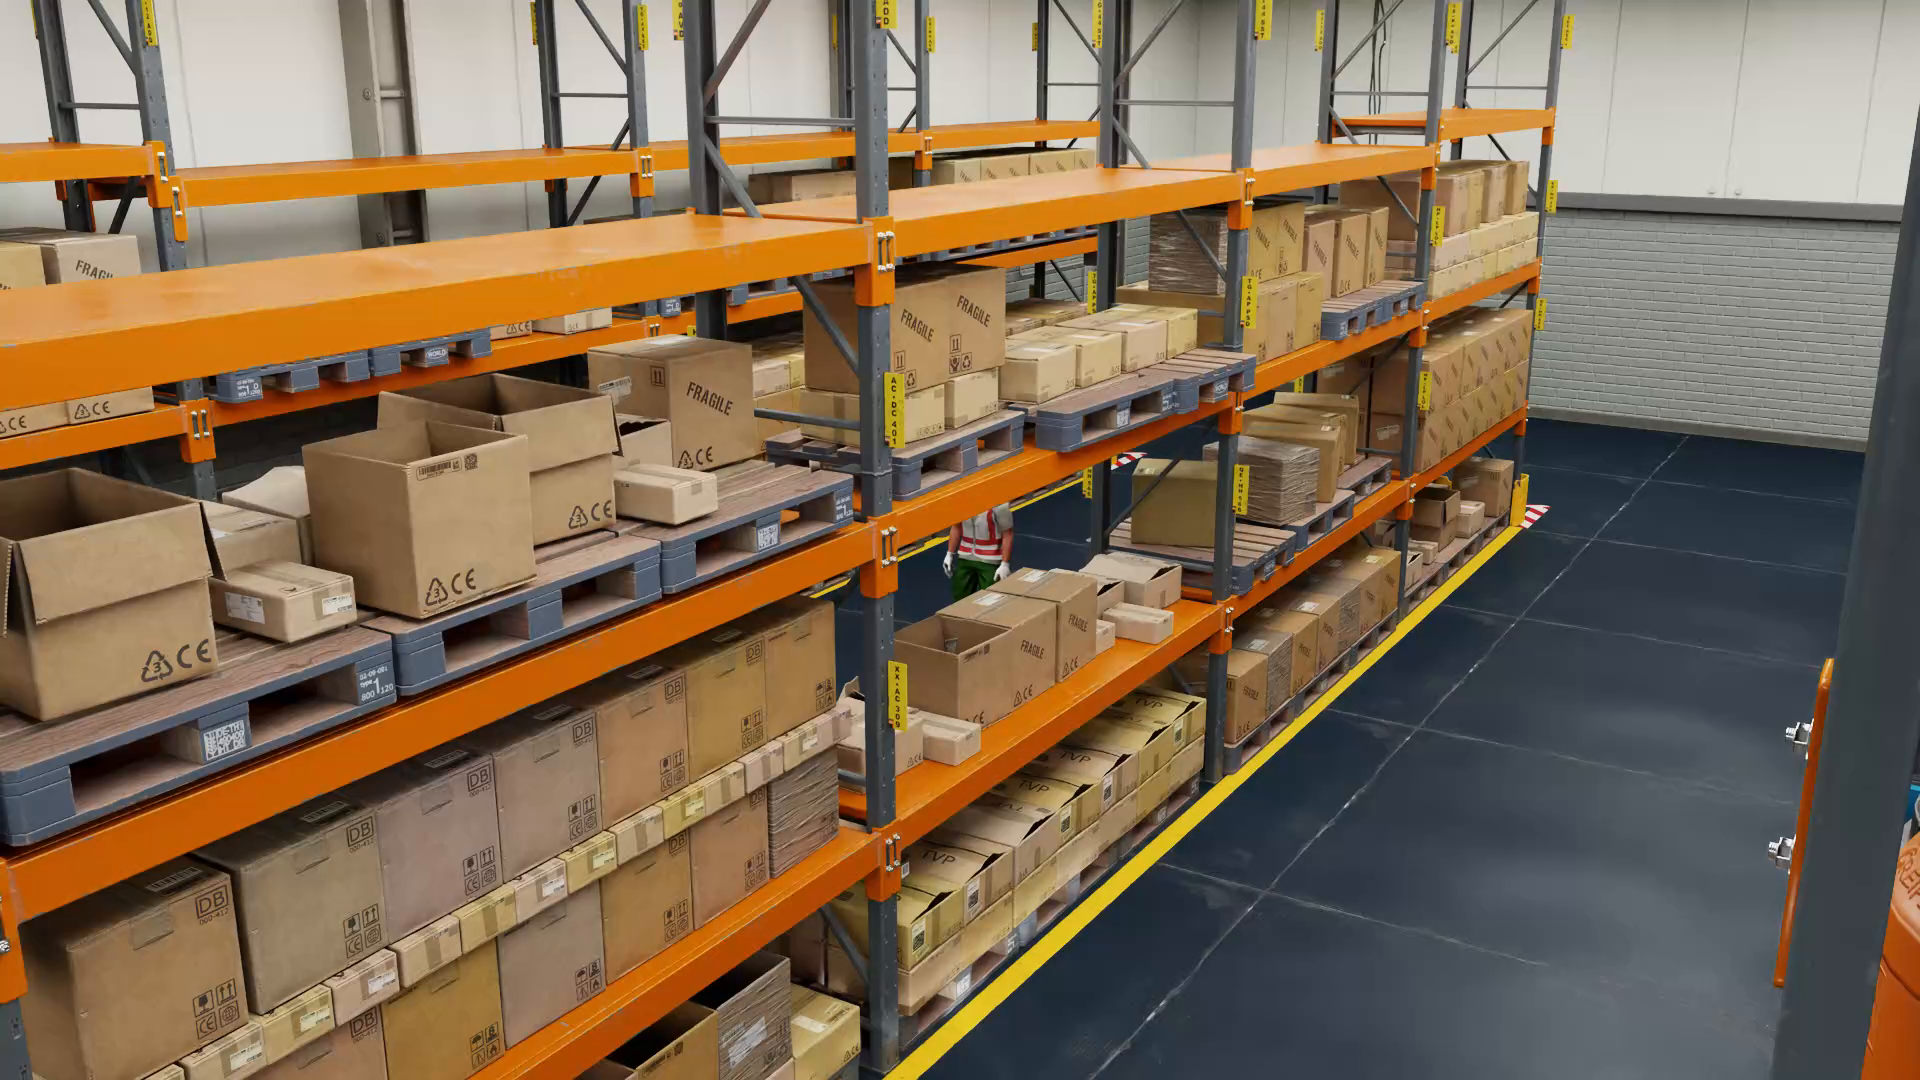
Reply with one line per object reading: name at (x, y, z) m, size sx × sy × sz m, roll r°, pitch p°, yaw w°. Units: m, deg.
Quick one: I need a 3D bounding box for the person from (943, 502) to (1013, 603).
person at (0.145, 0.189, 13.343) m, size 0.608 × 1.780 × 0.448 m, roll 10°, pitch 19°, yaw 31°
